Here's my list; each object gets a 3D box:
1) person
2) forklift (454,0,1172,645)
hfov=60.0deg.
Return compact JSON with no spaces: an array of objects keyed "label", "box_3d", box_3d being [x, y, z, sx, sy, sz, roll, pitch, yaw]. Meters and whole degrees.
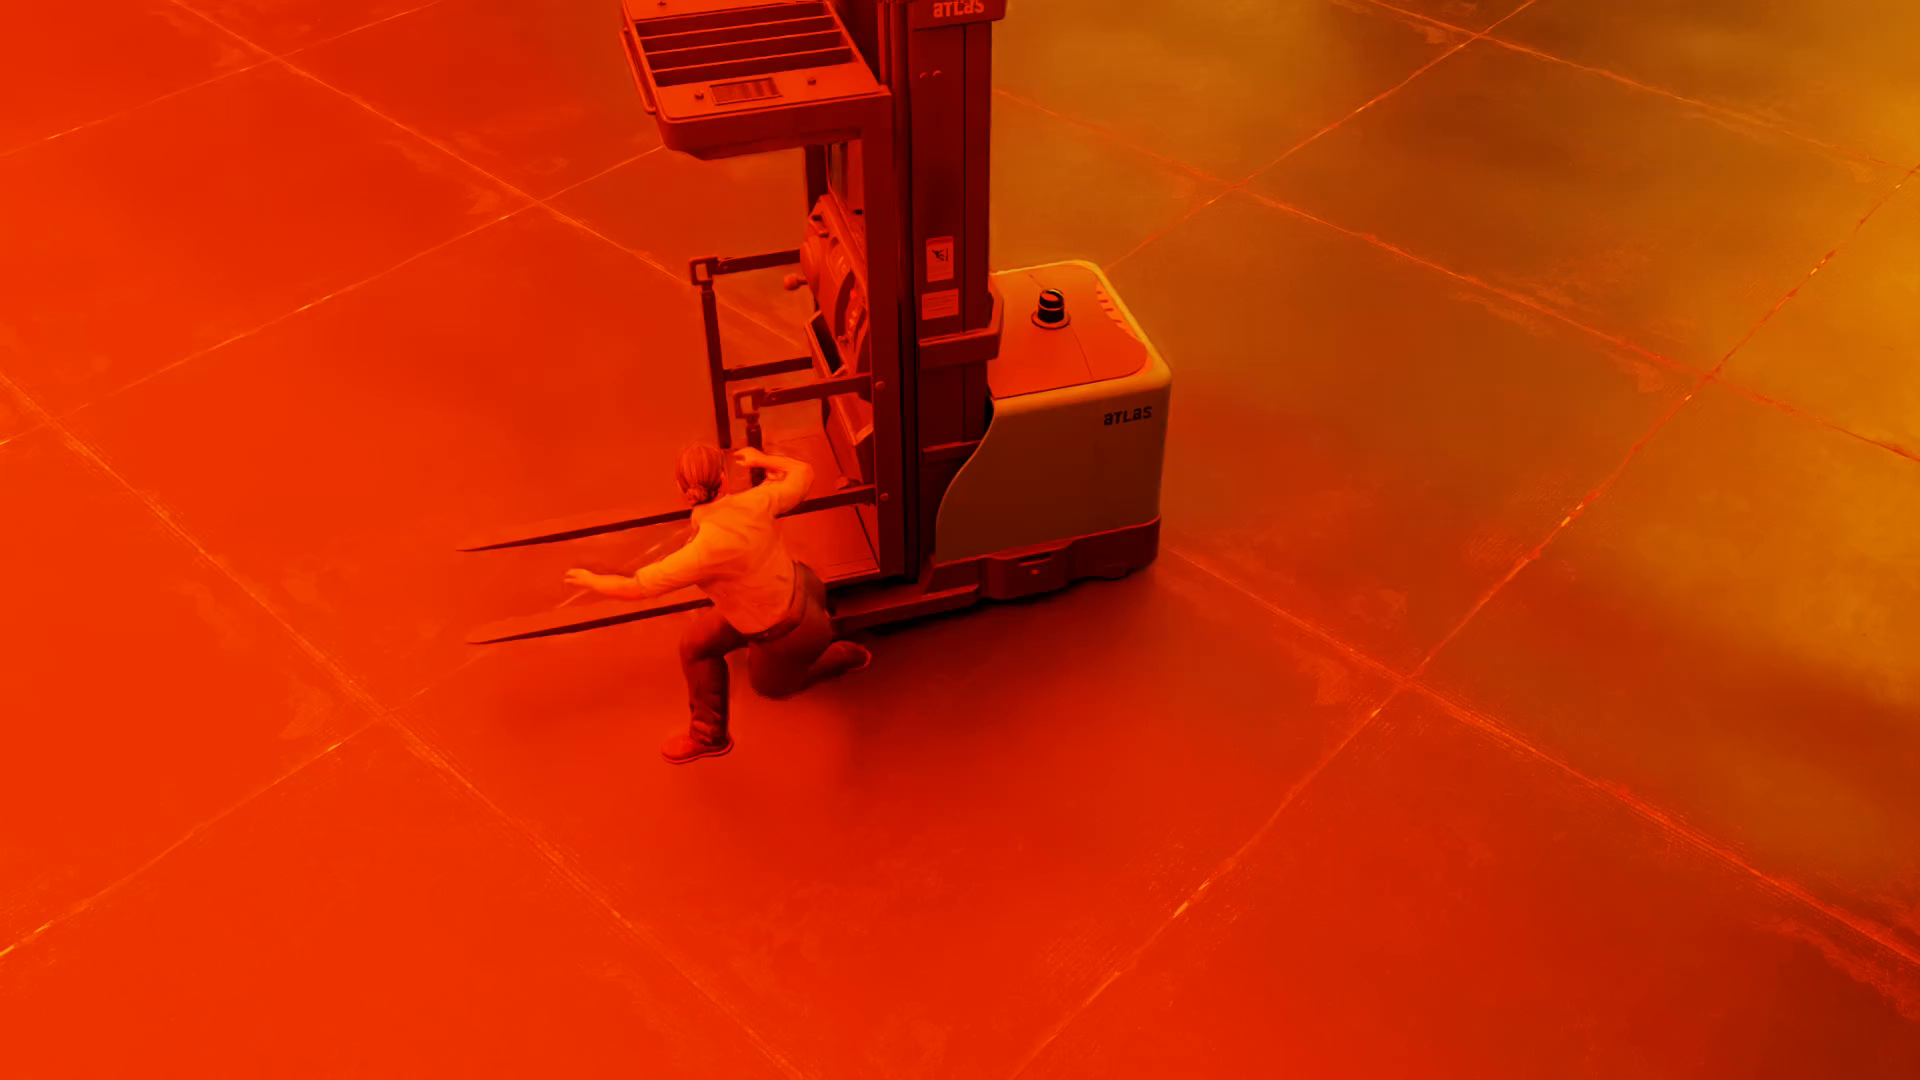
[{"label":"person","box_3d":[-0.903,0.164,6.252,1.066,1.428,0.836,0,41,0]},{"label":"forklift","box_3d":[-0.682,-1.009,6.604,3.031,2.935,1.130,-11,42,-12]}]
